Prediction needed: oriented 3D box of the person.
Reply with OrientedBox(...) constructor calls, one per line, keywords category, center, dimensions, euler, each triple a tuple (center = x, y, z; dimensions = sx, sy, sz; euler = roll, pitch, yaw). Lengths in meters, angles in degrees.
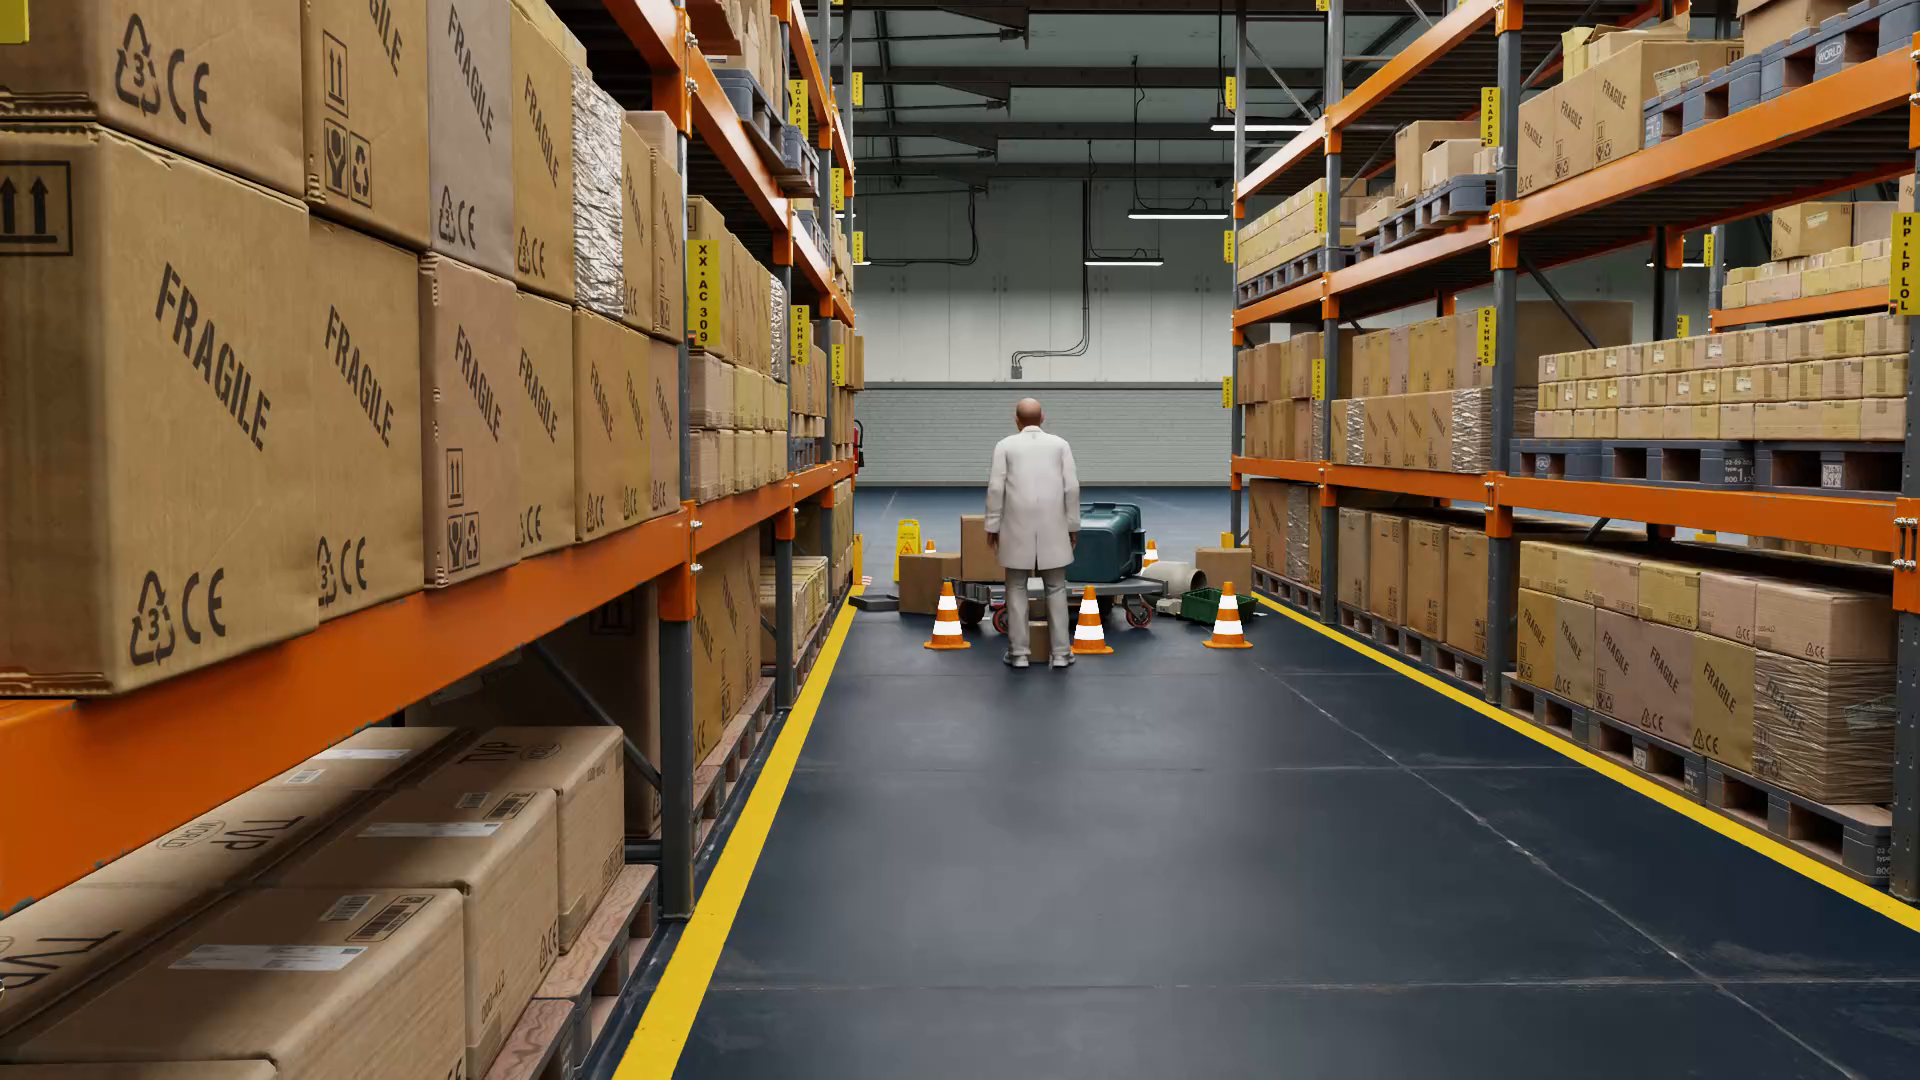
OrientedBox(category="person", center=(0.479, -0.053, 11.024), dimensions=(0.654, 1.774, 0.422), euler=(0, 4, -4))
